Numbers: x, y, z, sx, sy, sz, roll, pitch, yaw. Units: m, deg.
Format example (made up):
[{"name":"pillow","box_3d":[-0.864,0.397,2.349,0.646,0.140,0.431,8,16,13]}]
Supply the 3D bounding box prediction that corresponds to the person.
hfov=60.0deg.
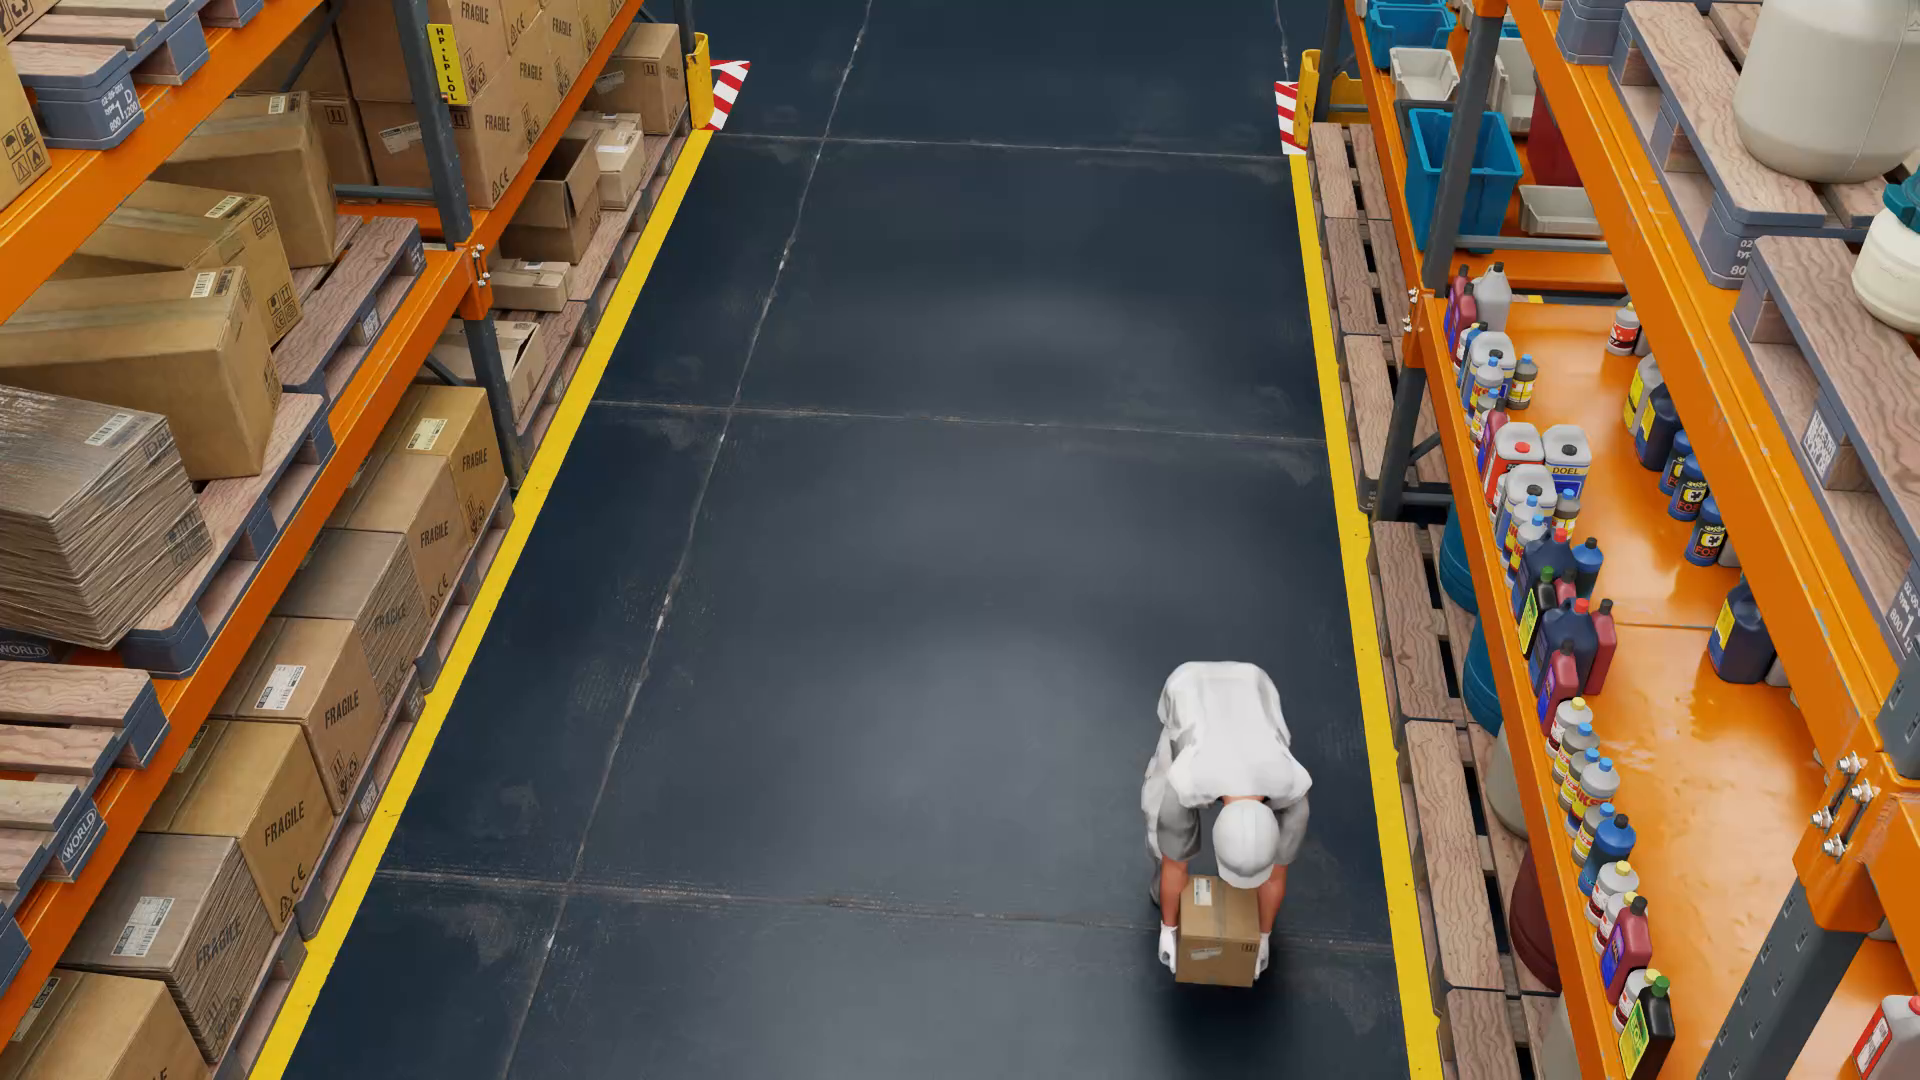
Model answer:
[{"name":"person","box_3d":[0.879,0.971,5.575,0.535,1.011,0.958,1,40,2]}]
